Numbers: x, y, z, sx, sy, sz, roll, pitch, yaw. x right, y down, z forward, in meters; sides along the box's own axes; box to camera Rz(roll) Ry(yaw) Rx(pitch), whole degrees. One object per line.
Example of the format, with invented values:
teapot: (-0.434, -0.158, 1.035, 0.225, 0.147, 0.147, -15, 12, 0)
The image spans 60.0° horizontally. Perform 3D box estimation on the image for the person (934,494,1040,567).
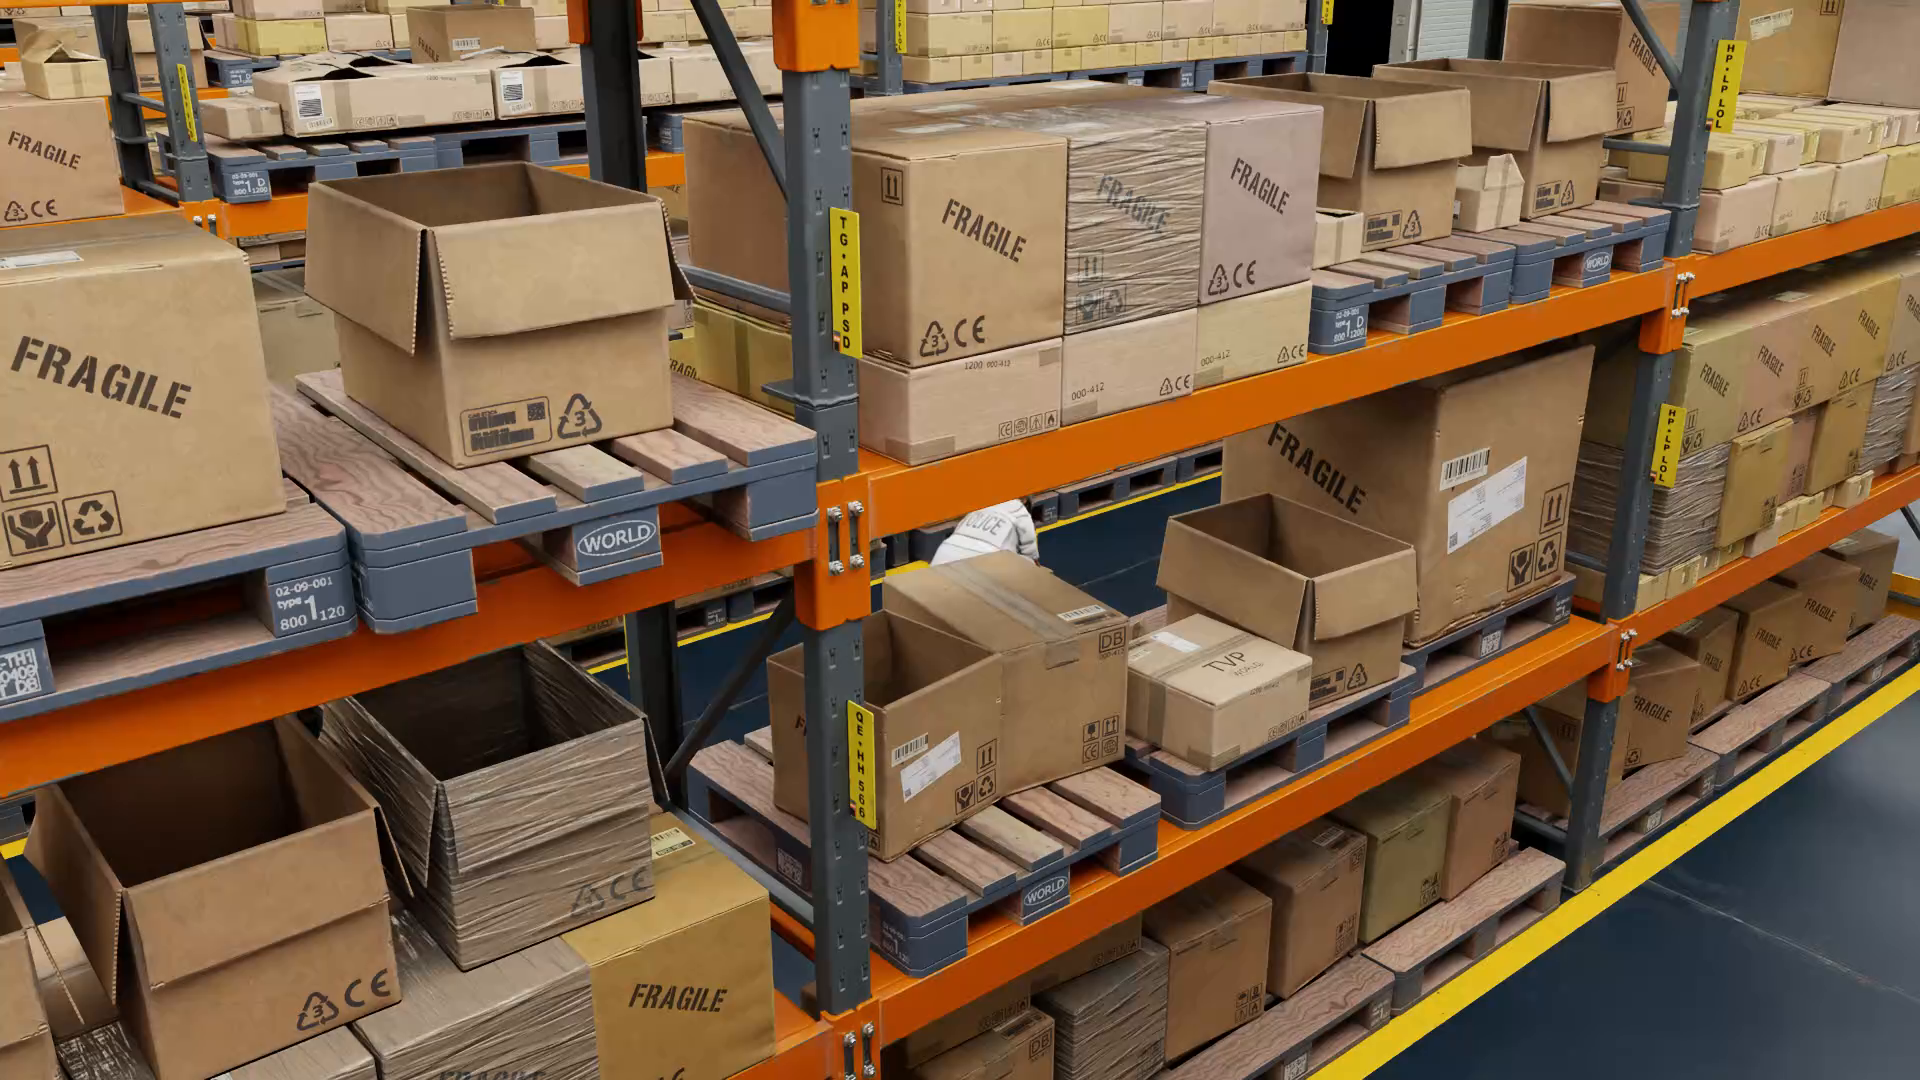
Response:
person: (0.209, 0.186, 9.967, 0.507, 0.809, 0.894, 16, 26, 36)
